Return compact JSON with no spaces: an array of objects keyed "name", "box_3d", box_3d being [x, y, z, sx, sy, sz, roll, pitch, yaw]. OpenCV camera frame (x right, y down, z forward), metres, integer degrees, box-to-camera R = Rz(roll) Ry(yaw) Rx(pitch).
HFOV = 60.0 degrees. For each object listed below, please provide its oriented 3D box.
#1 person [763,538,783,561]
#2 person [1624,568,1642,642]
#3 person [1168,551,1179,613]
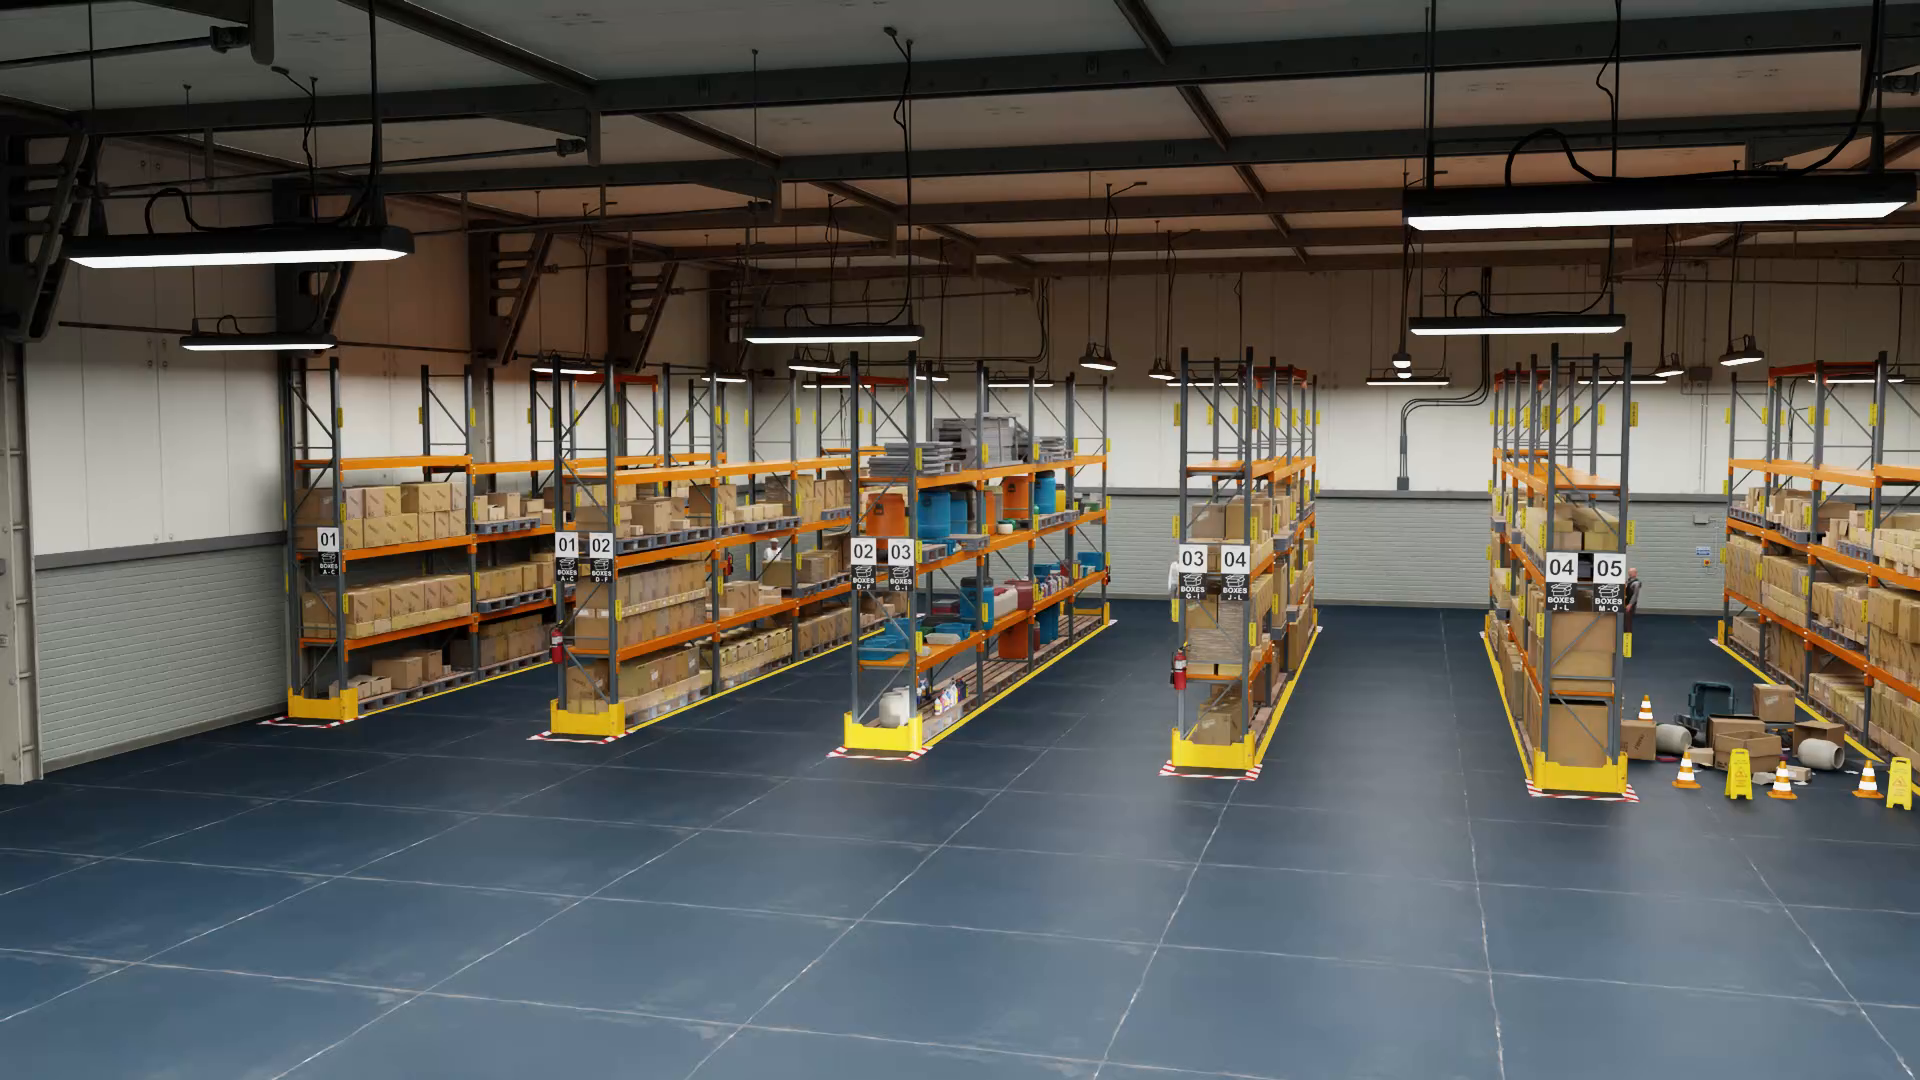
[{"name":"person","box_3d":[-5.101,0.804,45.286,0.539,1.747,1.059,0,4,-1]},{"name":"person","box_3d":[14.668,1.472,36.535,0.504,1.727,0.596,1,4,10]},{"name":"person","box_3d":[5.482,1.102,41.682,0.511,1.658,0.779,1,4,9]}]
